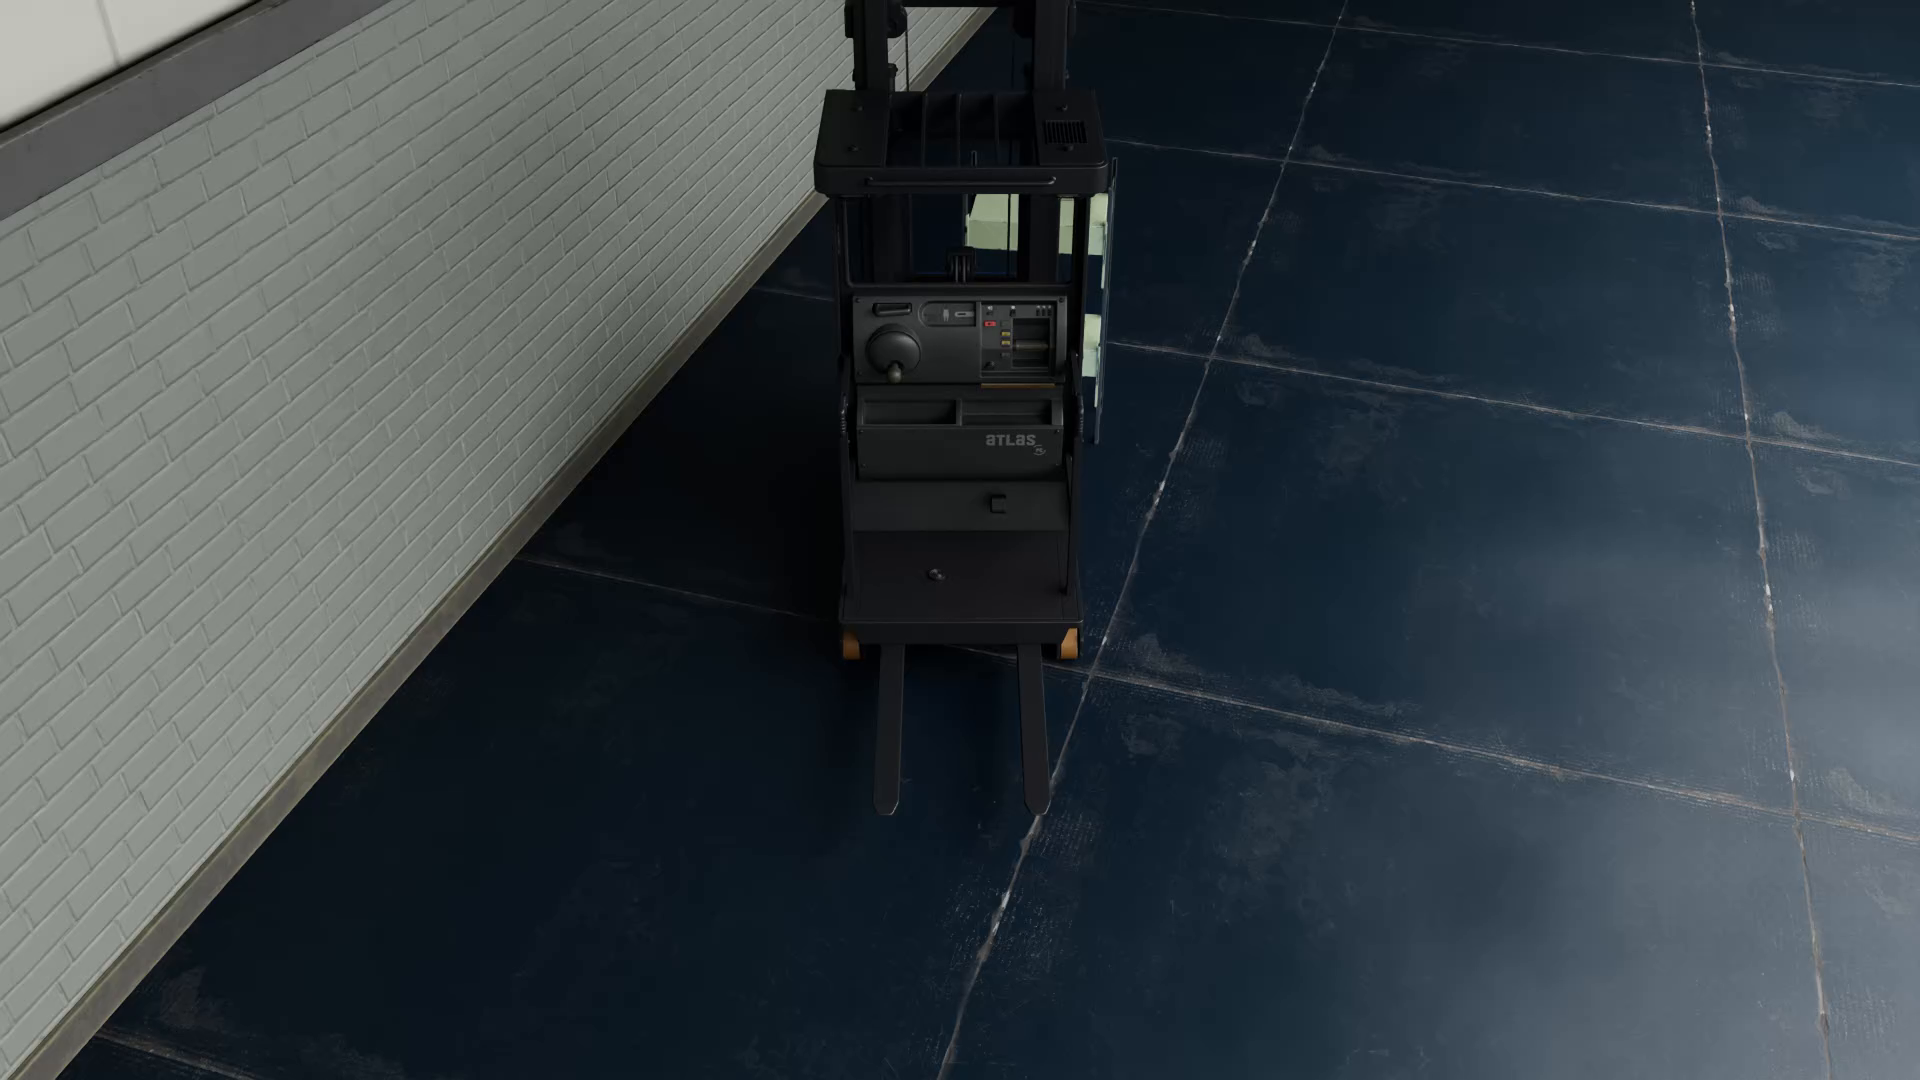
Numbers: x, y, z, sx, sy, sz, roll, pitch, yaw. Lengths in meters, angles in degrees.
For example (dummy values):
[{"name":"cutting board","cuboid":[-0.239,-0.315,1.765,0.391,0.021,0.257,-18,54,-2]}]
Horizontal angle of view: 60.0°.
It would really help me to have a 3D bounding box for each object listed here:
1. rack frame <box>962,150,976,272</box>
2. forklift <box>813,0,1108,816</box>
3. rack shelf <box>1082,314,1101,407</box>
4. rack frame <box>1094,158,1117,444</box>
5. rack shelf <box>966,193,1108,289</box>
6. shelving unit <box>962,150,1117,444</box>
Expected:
[{"name":"rack frame","cuboid":[0.049,-1.307,8.944,0.023,1.500,0.400,4,36,6]},{"name":"forklift","cuboid":[0.002,-0.812,7.065,1.130,2.935,3.031,0,36,0]},{"name":"rack shelf","cuboid":[0.411,-1.016,9.099,0.720,0.370,0.431,4,36,6]},{"name":"rack frame","cuboid":[0.774,-1.252,8.869,0.023,1.500,0.400,4,36,6]},{"name":"rack shelf","cuboid":[0.412,-1.595,8.676,0.720,0.370,0.431,4,36,6]},{"name":"shelving unit","cuboid":[0.412,-1.280,8.906,0.755,1.500,0.431,4,36,6]}]
